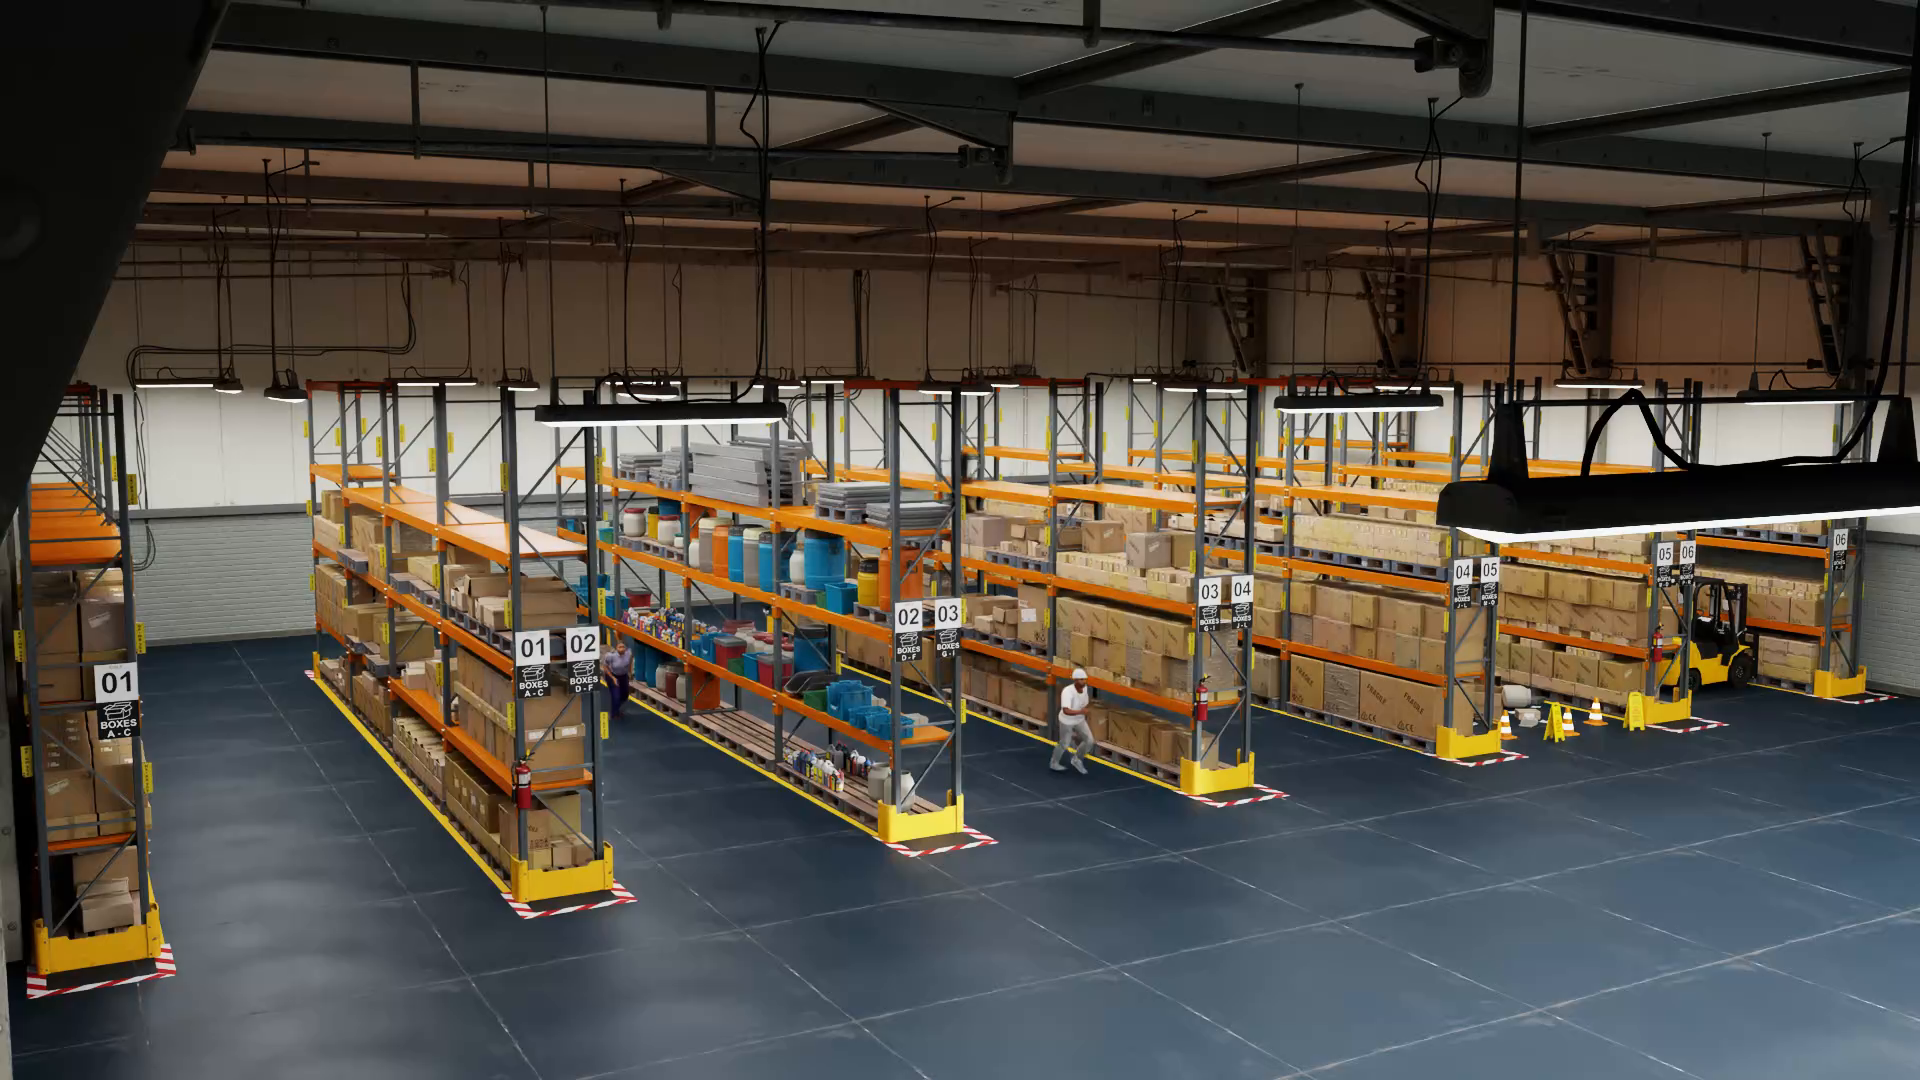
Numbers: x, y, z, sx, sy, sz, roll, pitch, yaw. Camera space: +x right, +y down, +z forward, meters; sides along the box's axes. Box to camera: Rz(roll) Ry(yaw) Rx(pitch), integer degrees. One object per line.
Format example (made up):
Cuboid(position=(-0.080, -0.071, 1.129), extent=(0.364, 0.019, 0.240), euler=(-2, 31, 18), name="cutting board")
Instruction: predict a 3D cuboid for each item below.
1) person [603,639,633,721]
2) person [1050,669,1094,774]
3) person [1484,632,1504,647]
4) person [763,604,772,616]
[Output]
Cuboid(position=(-6.086, 2.452, 29.526), extent=(0.642, 1.501, 0.834), euler=(-6, 8, -44), name="person")
Cuboid(position=(1.758, 2.780, 25.499), extent=(0.716, 1.686, 0.965), euler=(-5, 8, -39), name="person")
Cuboid(position=(11.296, 1.851, 34.858), extent=(0.968, 1.584, 0.729), euler=(6, 8, 42), name="person")
Cuboid(position=(-4.483, 1.272, 41.017), extent=(0.967, 1.442, 0.542), euler=(5, 8, 41), name="person")
